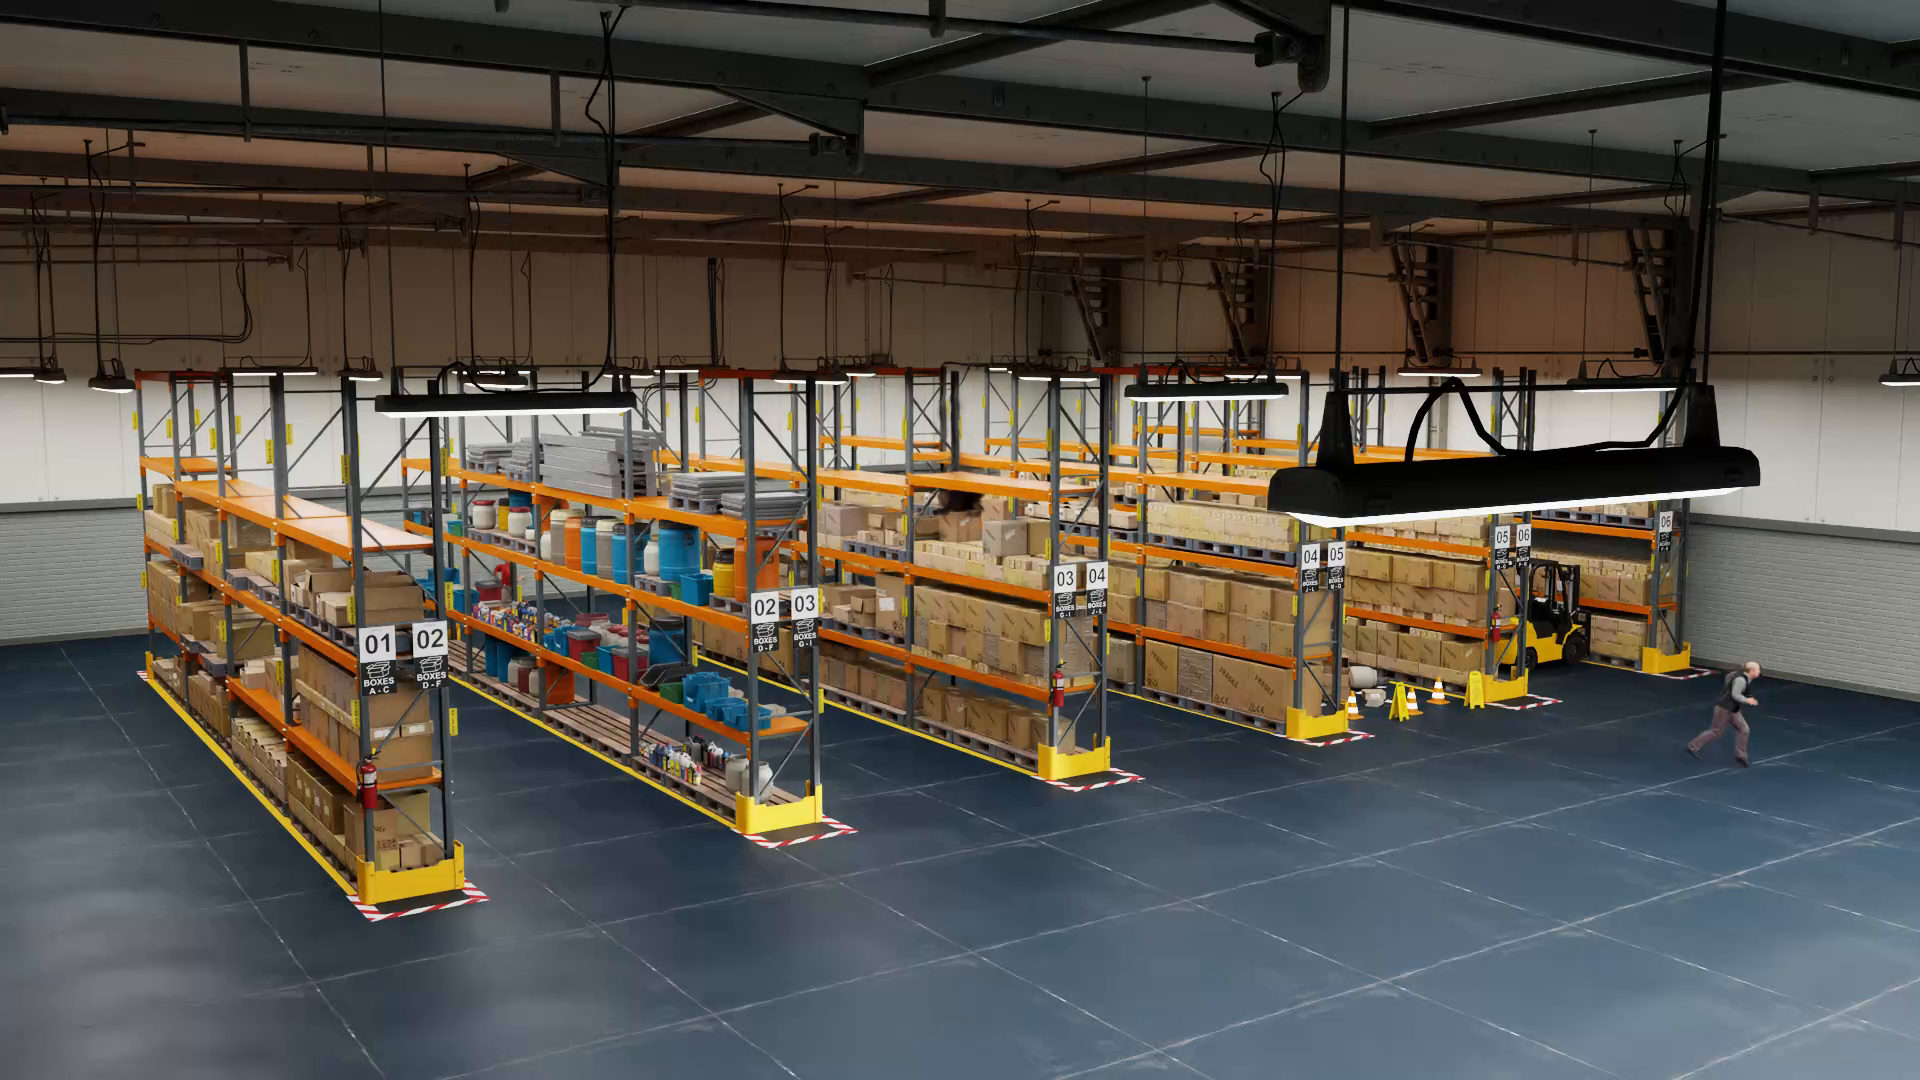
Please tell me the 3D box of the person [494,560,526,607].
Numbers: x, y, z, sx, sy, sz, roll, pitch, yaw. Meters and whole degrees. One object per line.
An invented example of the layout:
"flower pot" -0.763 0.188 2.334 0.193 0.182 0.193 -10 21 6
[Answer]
"person" -10.364 1.191 38.052 0.830 1.722 0.694 -3 7 -23

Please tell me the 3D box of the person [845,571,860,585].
"person" -2.808 0.695 42.821 0.564 1.652 0.666 4 7 31

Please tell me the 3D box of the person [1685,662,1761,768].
"person" 11.717 2.666 25.550 0.993 1.682 0.701 3 7 25
